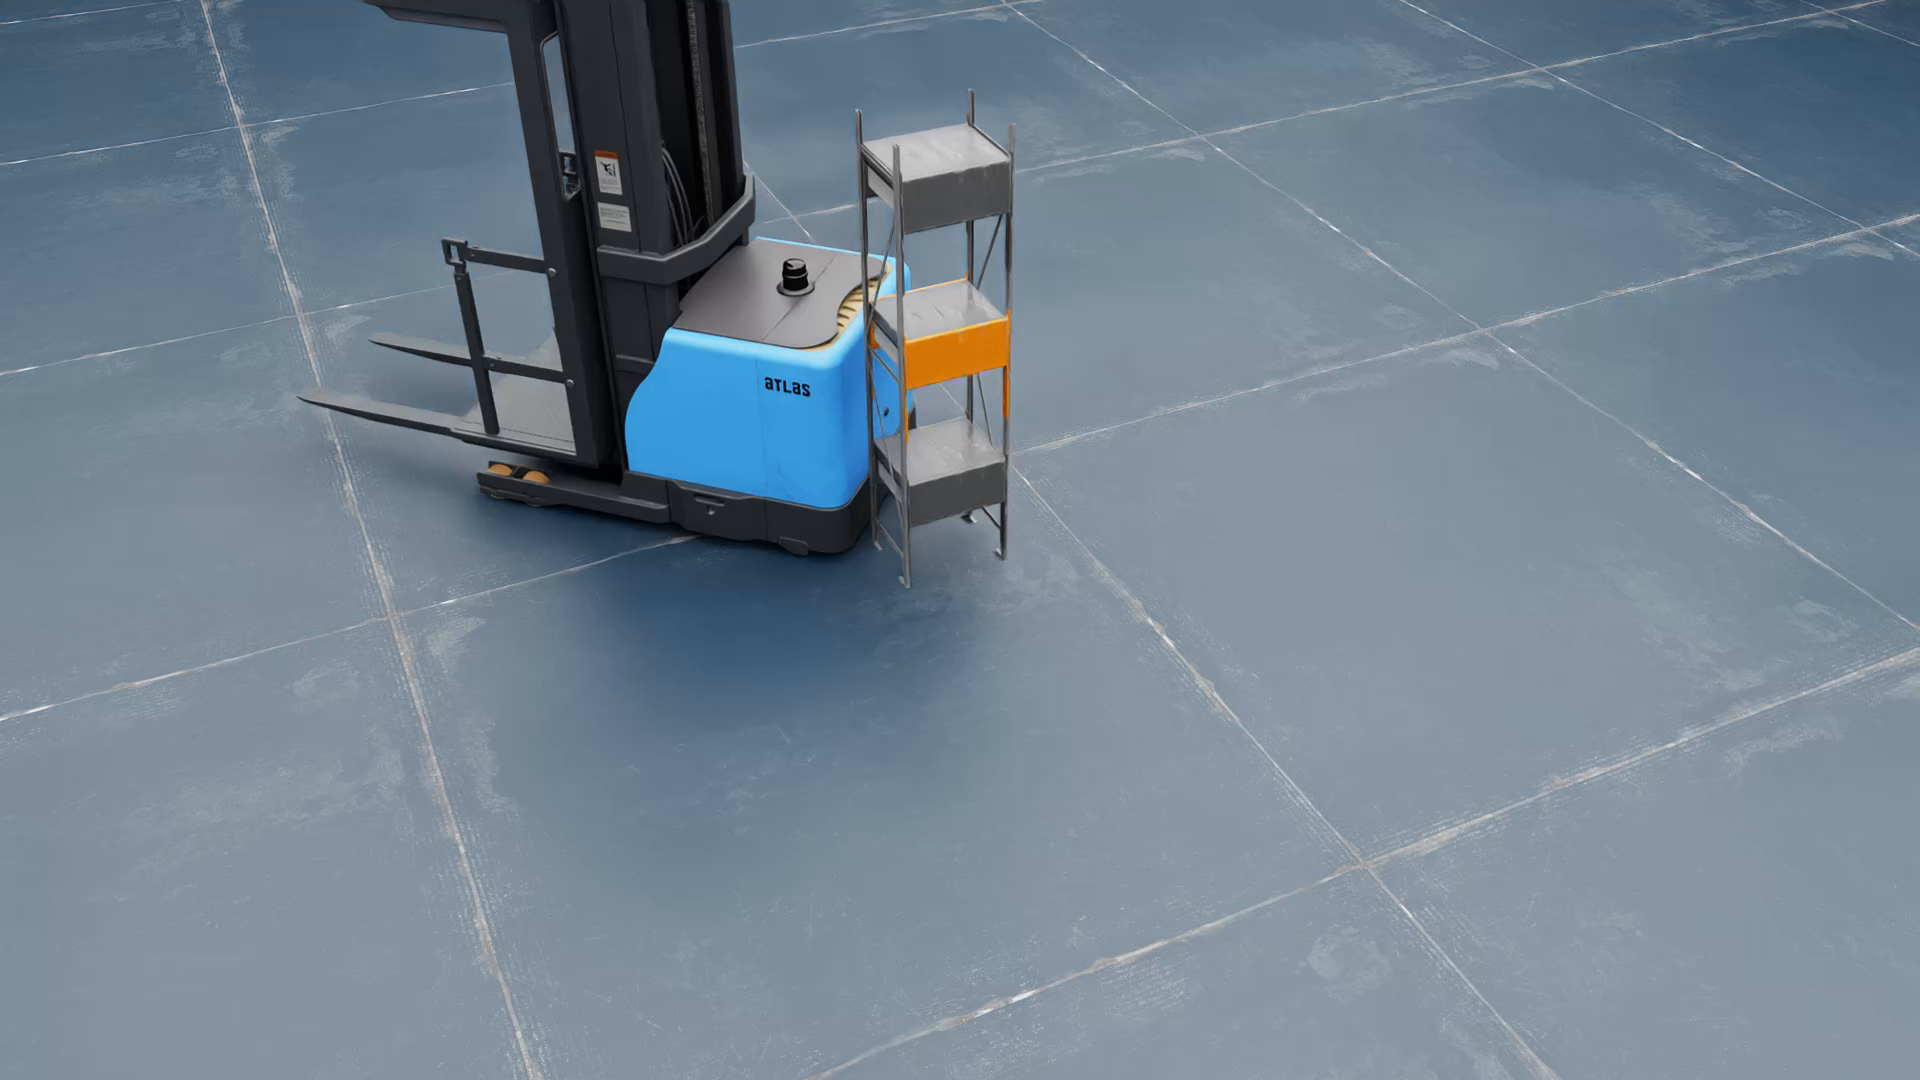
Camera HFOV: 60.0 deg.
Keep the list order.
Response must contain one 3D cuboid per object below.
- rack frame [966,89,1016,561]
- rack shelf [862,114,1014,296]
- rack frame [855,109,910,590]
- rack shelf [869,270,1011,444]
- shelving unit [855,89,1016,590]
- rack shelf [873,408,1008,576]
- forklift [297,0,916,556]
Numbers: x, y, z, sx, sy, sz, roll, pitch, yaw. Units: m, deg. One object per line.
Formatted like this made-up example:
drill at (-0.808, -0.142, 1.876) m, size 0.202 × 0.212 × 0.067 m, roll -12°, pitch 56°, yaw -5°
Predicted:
rack frame at (0.123, -0.854, 7.139) m, size 0.015 × 2.100 × 0.400 m, roll -16°, pitch 39°, yaw -20°
rack shelf at (-0.097, -1.343, 6.646) m, size 0.480 × 0.518 × 0.431 m, roll -16°, pitch 39°, yaw -20°
rack frame at (-0.317, -0.729, 6.971) m, size 0.015 × 2.100 × 0.400 m, roll -16°, pitch 39°, yaw -20°
rack shelf at (-0.097, -0.781, 7.063) m, size 0.480 × 0.518 × 0.431 m, roll -16°, pitch 39°, yaw -20°
shelving unit at (-0.097, -0.792, 7.055) m, size 0.503 × 2.100 × 0.431 m, roll -16°, pitch 39°, yaw -20°
rack shelf at (-0.097, -0.219, 7.480) m, size 0.480 × 0.518 × 0.431 m, roll -16°, pitch 39°, yaw -20°
forklift at (-1.791, -1.623, 7.477) m, size 3.031 × 2.935 × 1.130 m, roll 11°, pitch 38°, yaw 15°
